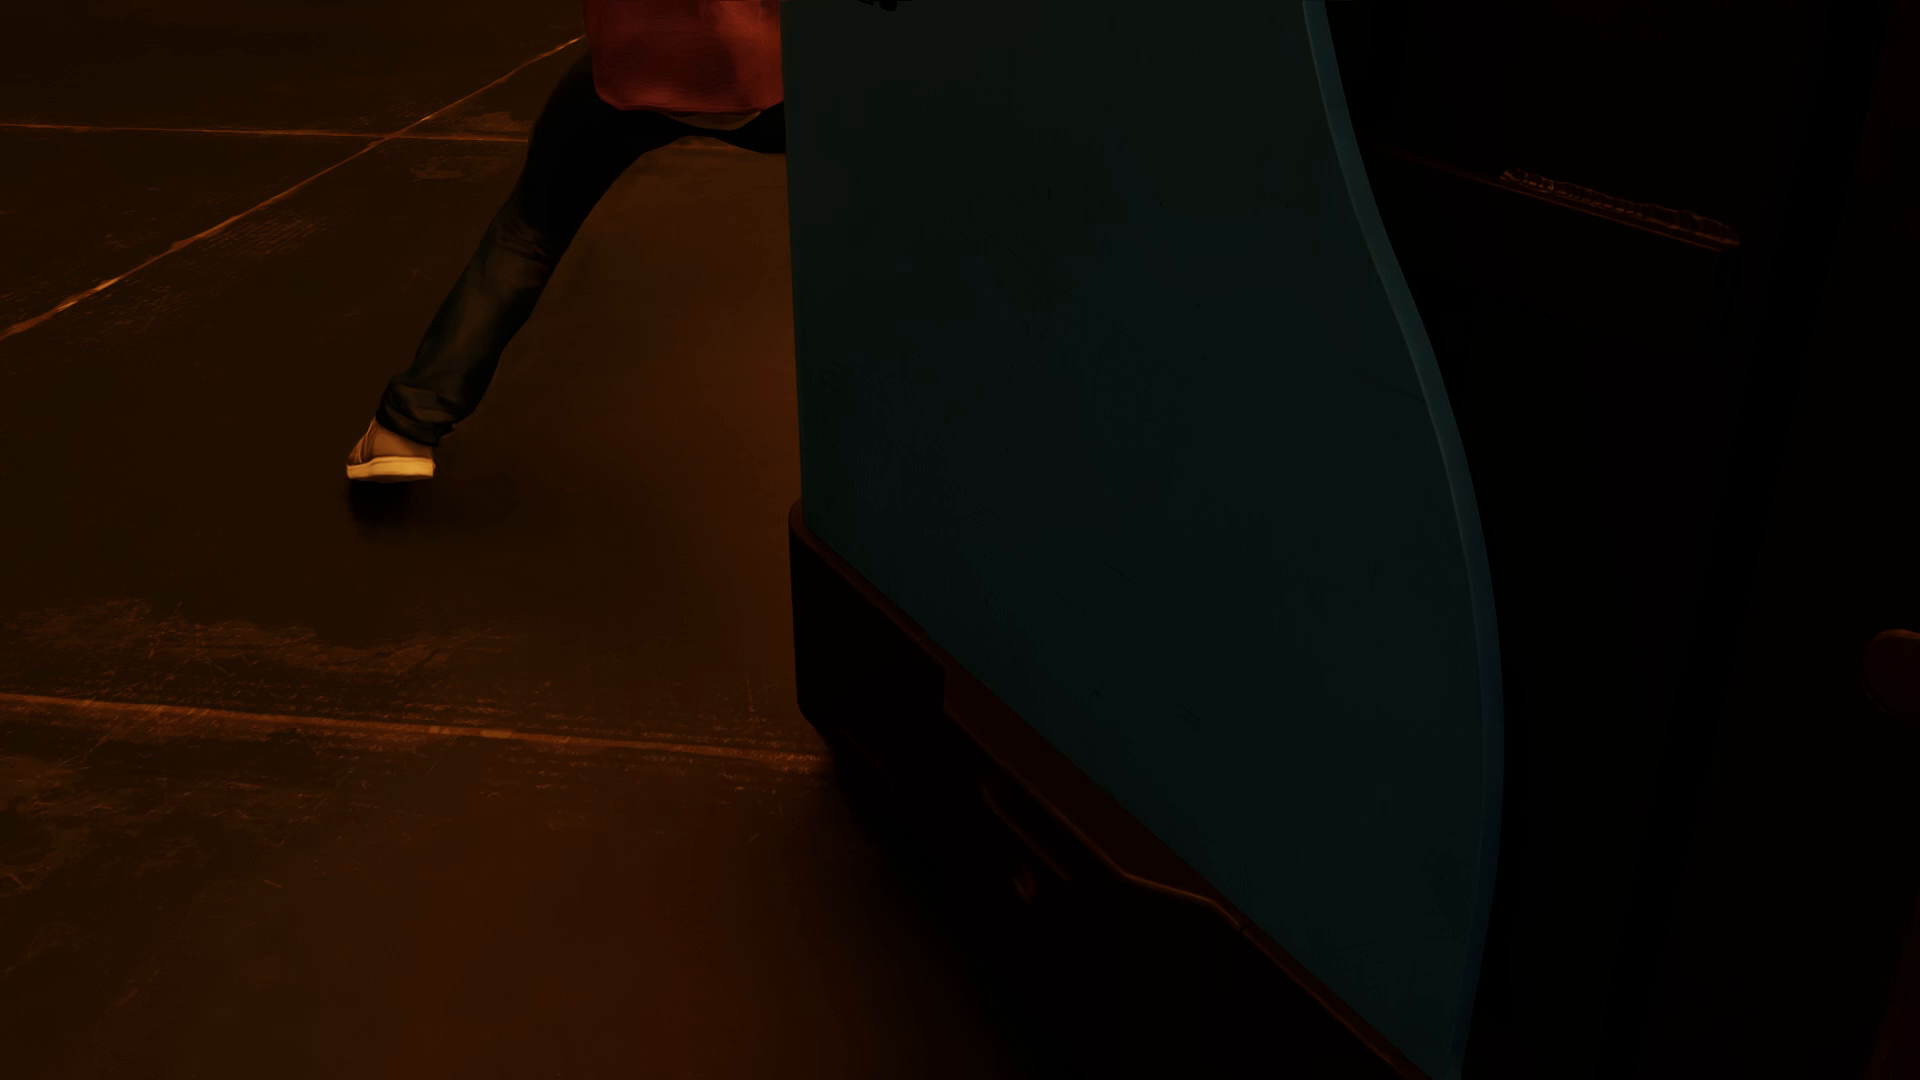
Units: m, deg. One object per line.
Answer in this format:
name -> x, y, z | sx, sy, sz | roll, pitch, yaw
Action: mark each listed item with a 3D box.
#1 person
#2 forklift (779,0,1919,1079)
person -> -0.389, -0.801, 2.515 | 1.084, 1.408, 0.862 | 6, 27, 12
forklift -> 0.984, -0.615, 0.448 | 1.130, 2.935, 3.031 | -15, 30, -27
